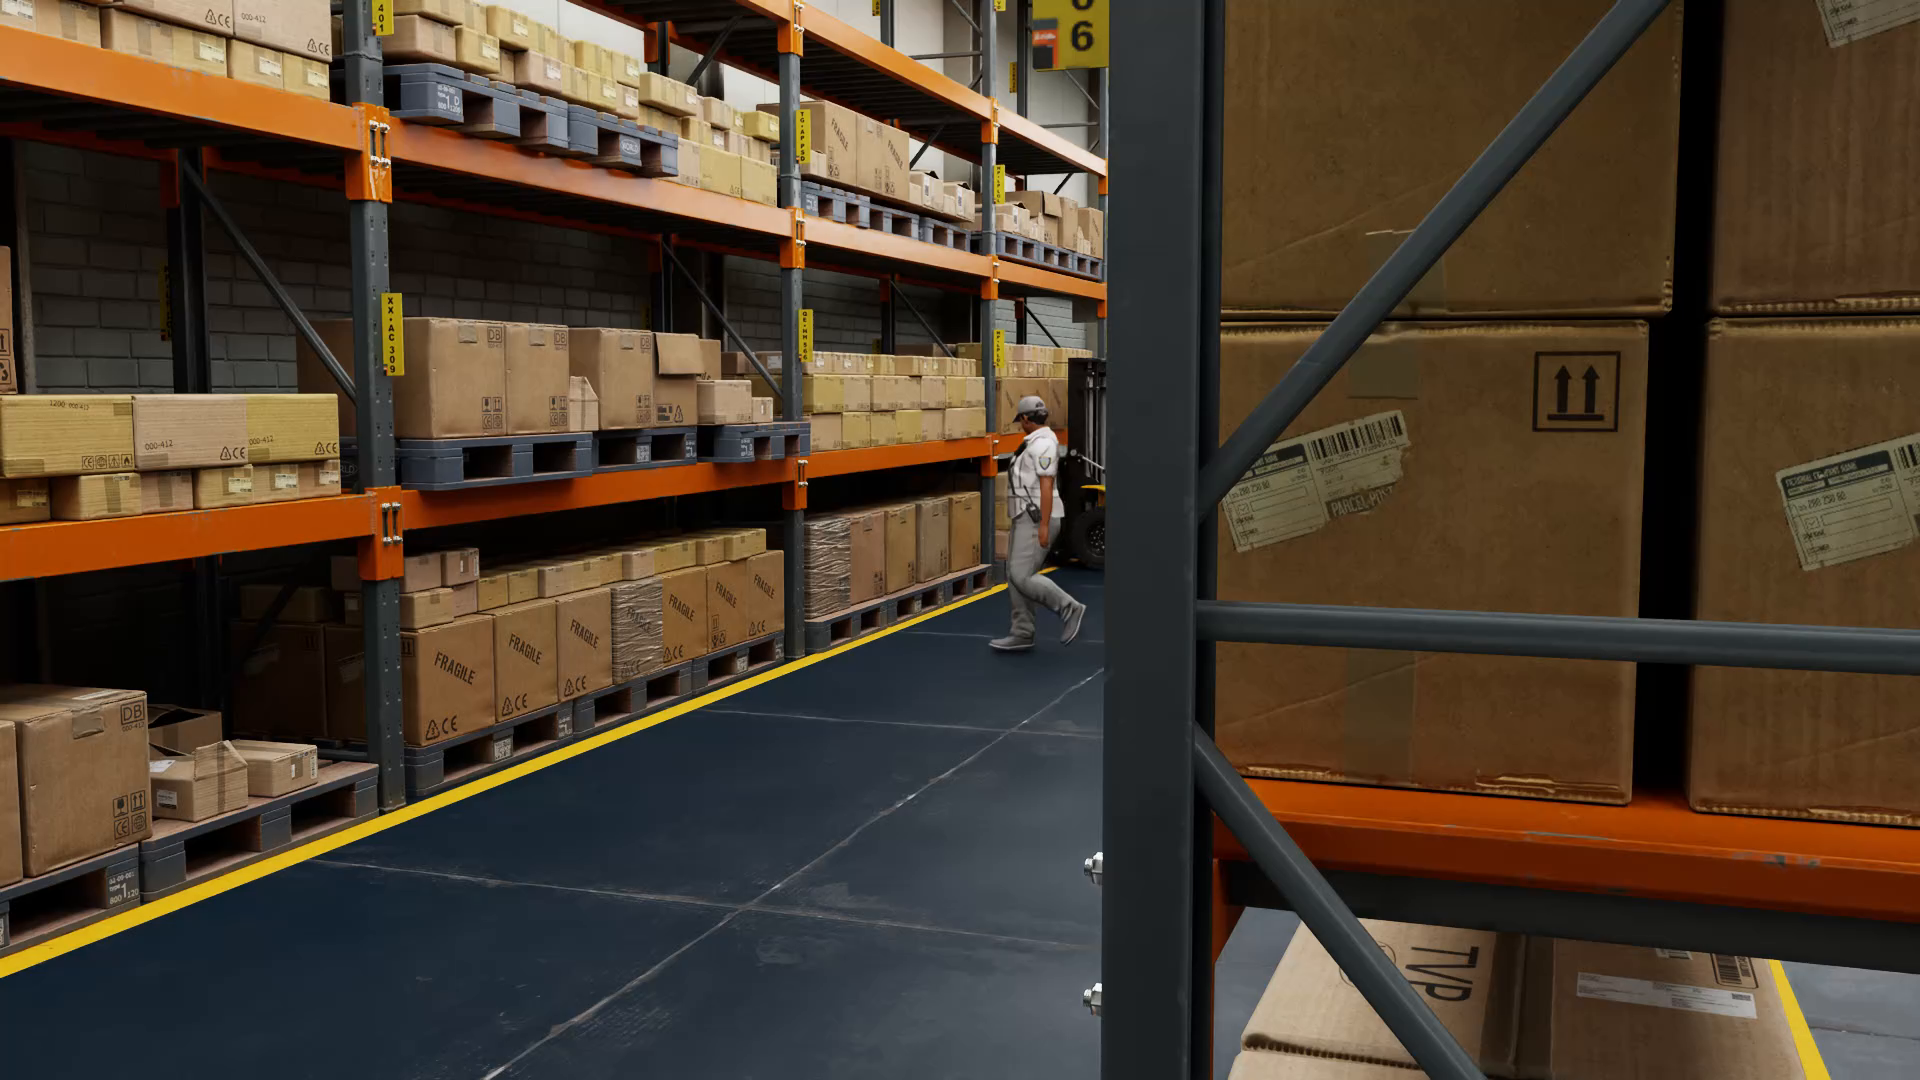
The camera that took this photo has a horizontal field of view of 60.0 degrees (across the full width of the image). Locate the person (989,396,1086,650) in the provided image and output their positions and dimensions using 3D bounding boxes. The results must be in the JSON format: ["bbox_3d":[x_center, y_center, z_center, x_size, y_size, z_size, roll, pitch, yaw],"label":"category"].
[{"bbox_3d":[0.499,-0.105,10.741,0.613,1.647,0.504,0,5,-5],"label":"person"}]
